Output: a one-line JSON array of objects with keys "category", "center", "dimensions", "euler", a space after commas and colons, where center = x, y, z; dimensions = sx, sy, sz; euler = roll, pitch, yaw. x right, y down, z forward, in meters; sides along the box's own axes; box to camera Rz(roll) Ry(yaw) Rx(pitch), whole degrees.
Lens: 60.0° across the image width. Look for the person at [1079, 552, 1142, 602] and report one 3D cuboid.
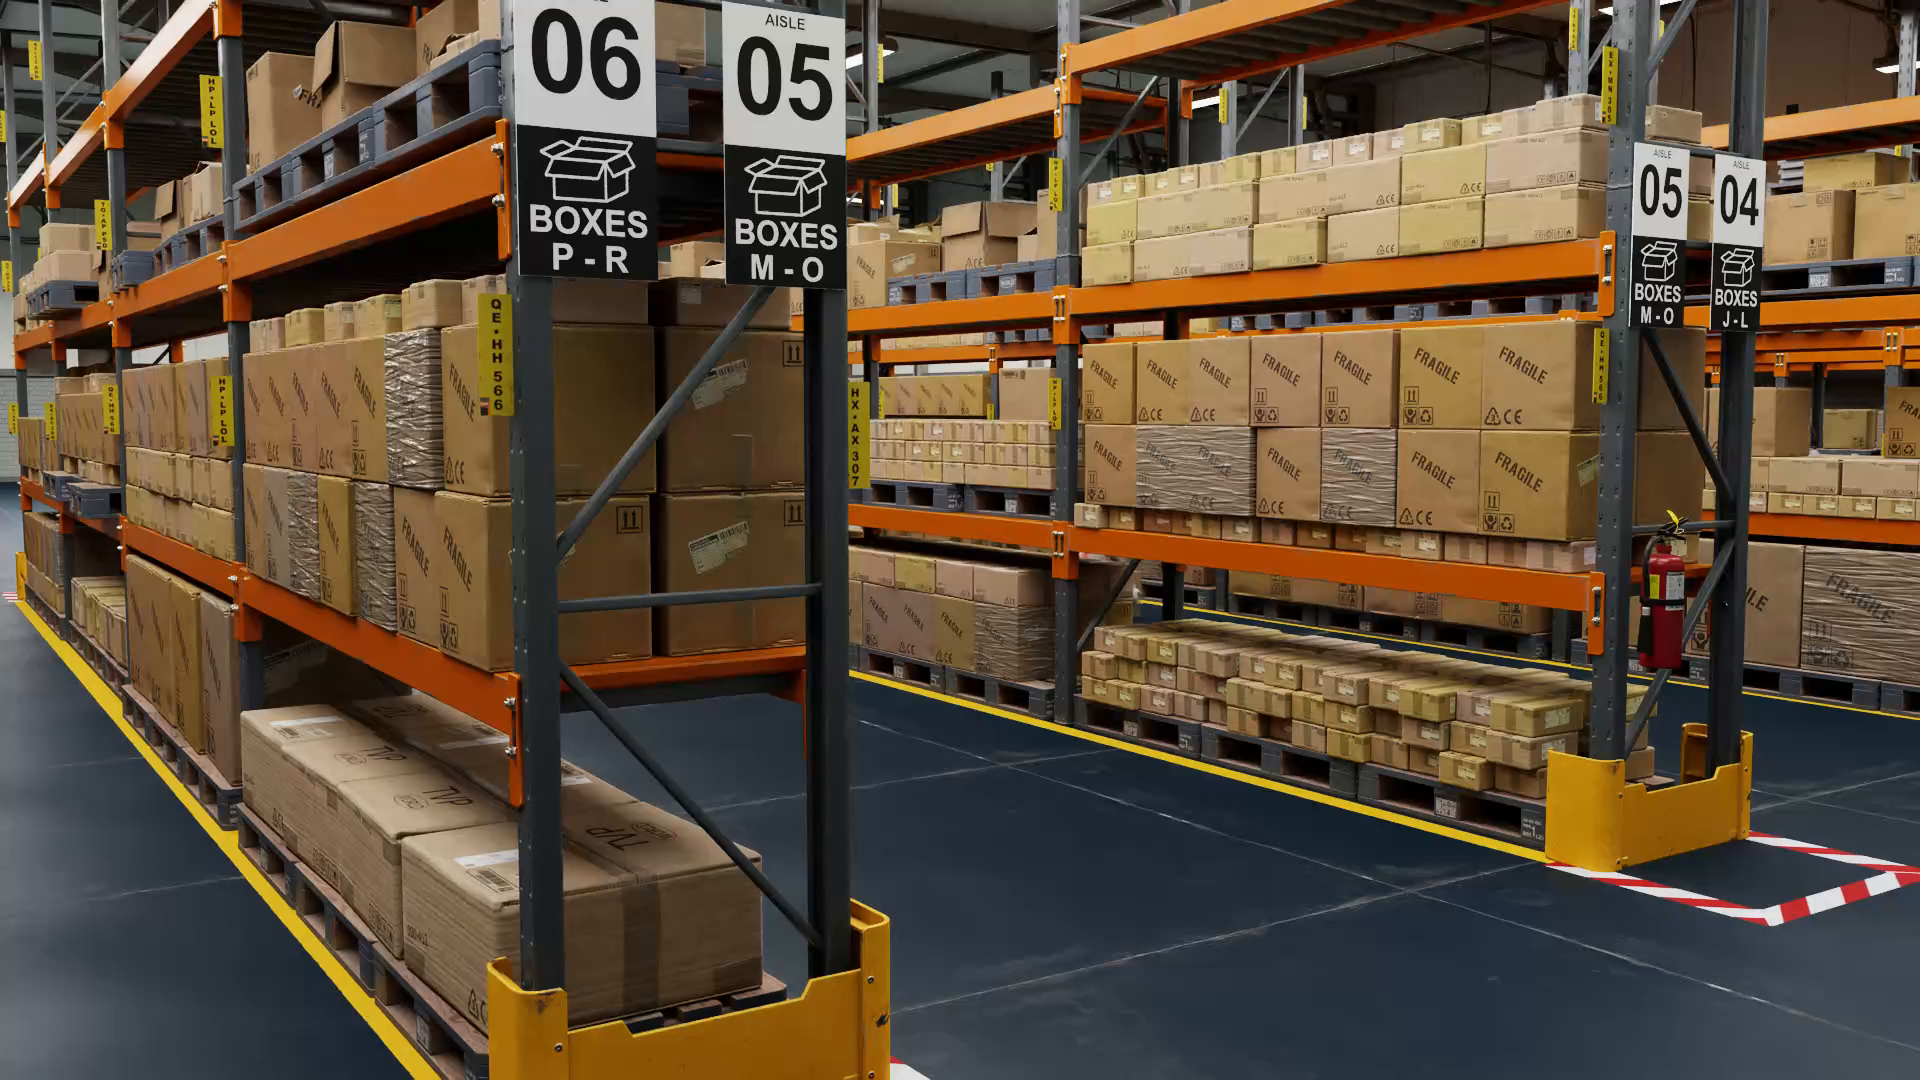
[{"category": "person", "center": [1.330, 0.276, 16.163], "dimensions": [0.887, 1.000, 0.547], "euler": [-3, 6, -35]}]
